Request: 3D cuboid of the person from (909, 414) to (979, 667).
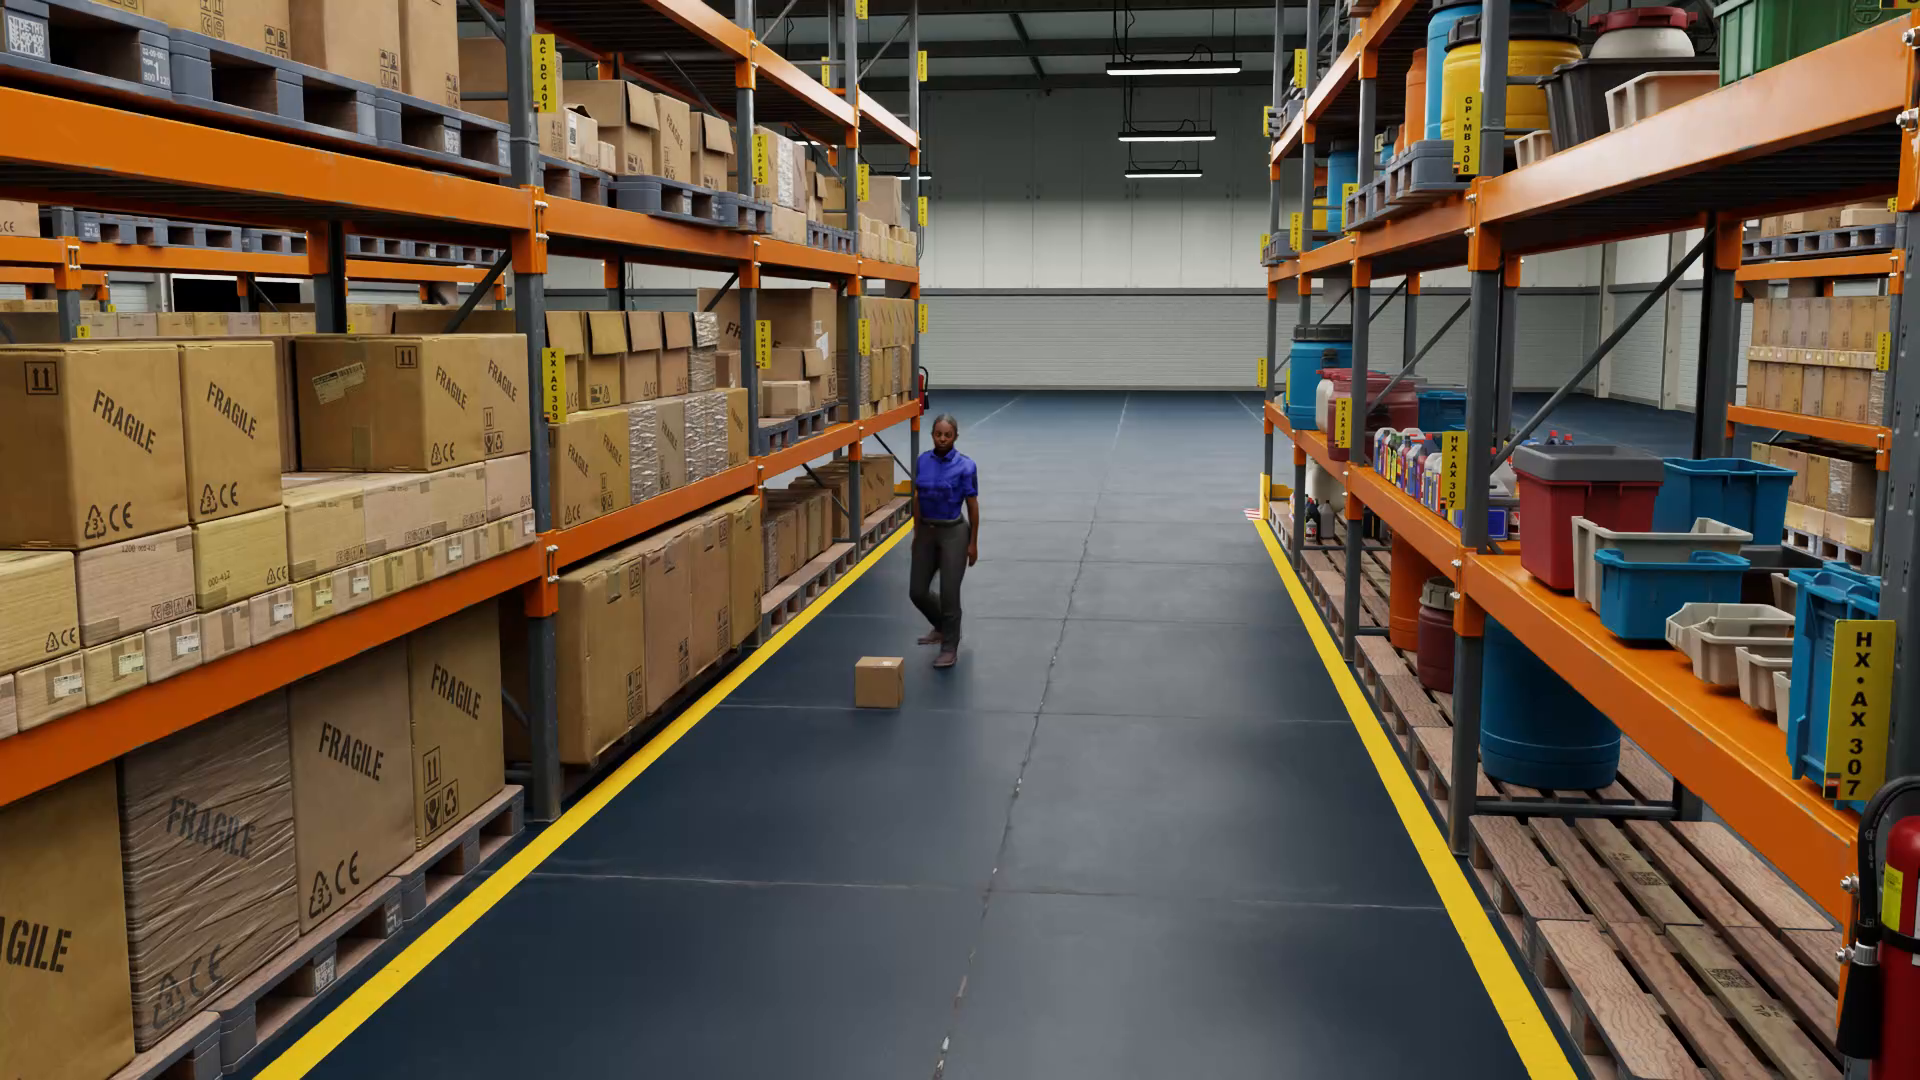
[{"bbox_3d":[-0.090,-0.014,10.925,0.523,1.650,0.527,4,9,27],"label":"person"}]
